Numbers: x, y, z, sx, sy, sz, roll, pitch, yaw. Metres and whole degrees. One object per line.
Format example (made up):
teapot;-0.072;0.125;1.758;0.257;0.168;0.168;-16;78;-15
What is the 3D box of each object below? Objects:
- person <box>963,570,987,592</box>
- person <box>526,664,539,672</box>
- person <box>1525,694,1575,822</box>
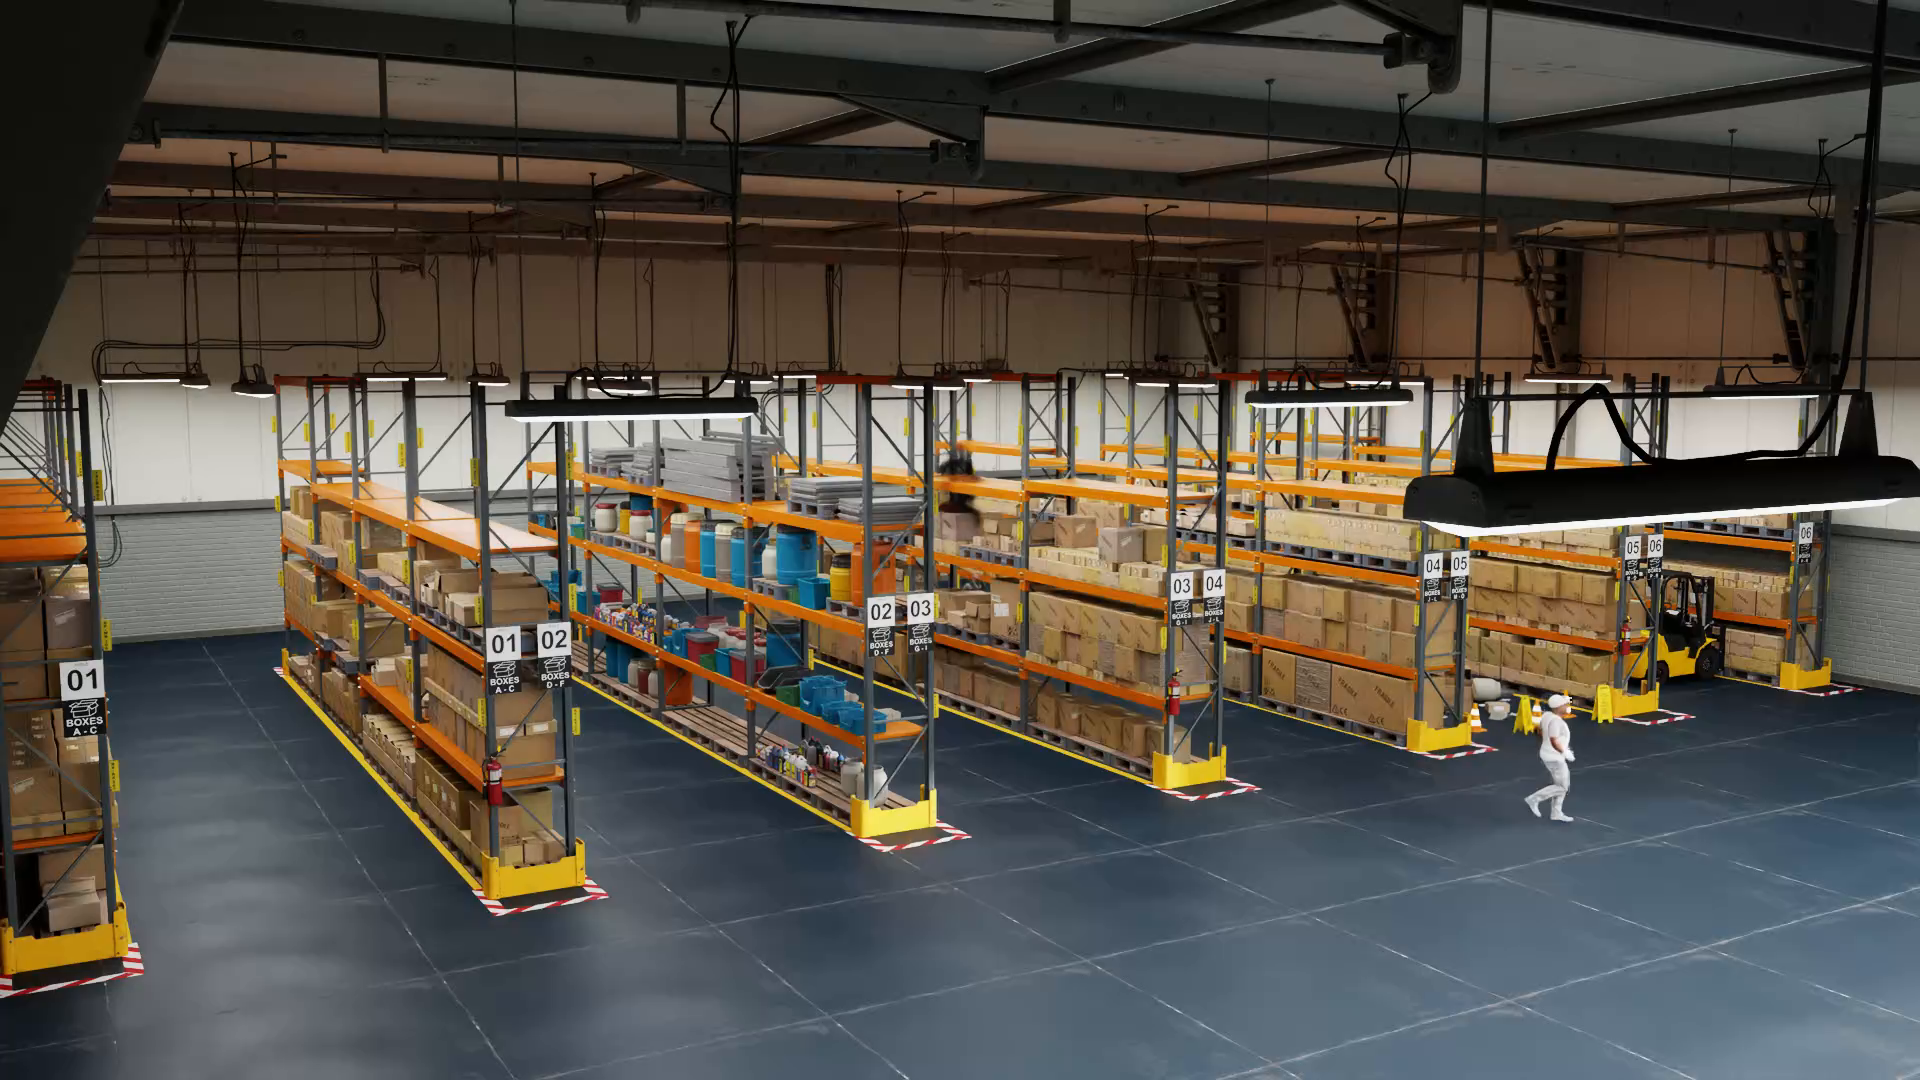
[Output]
person;0.337;1.499;36.696;0.693;1.689;0.585;-4;8;-35
person;-7.553;2.262;29.044;0.681;1.837;0.868;-5;8;-40
person;8.076;2.978;22.756;0.679;1.758;0.706;1;6;6
